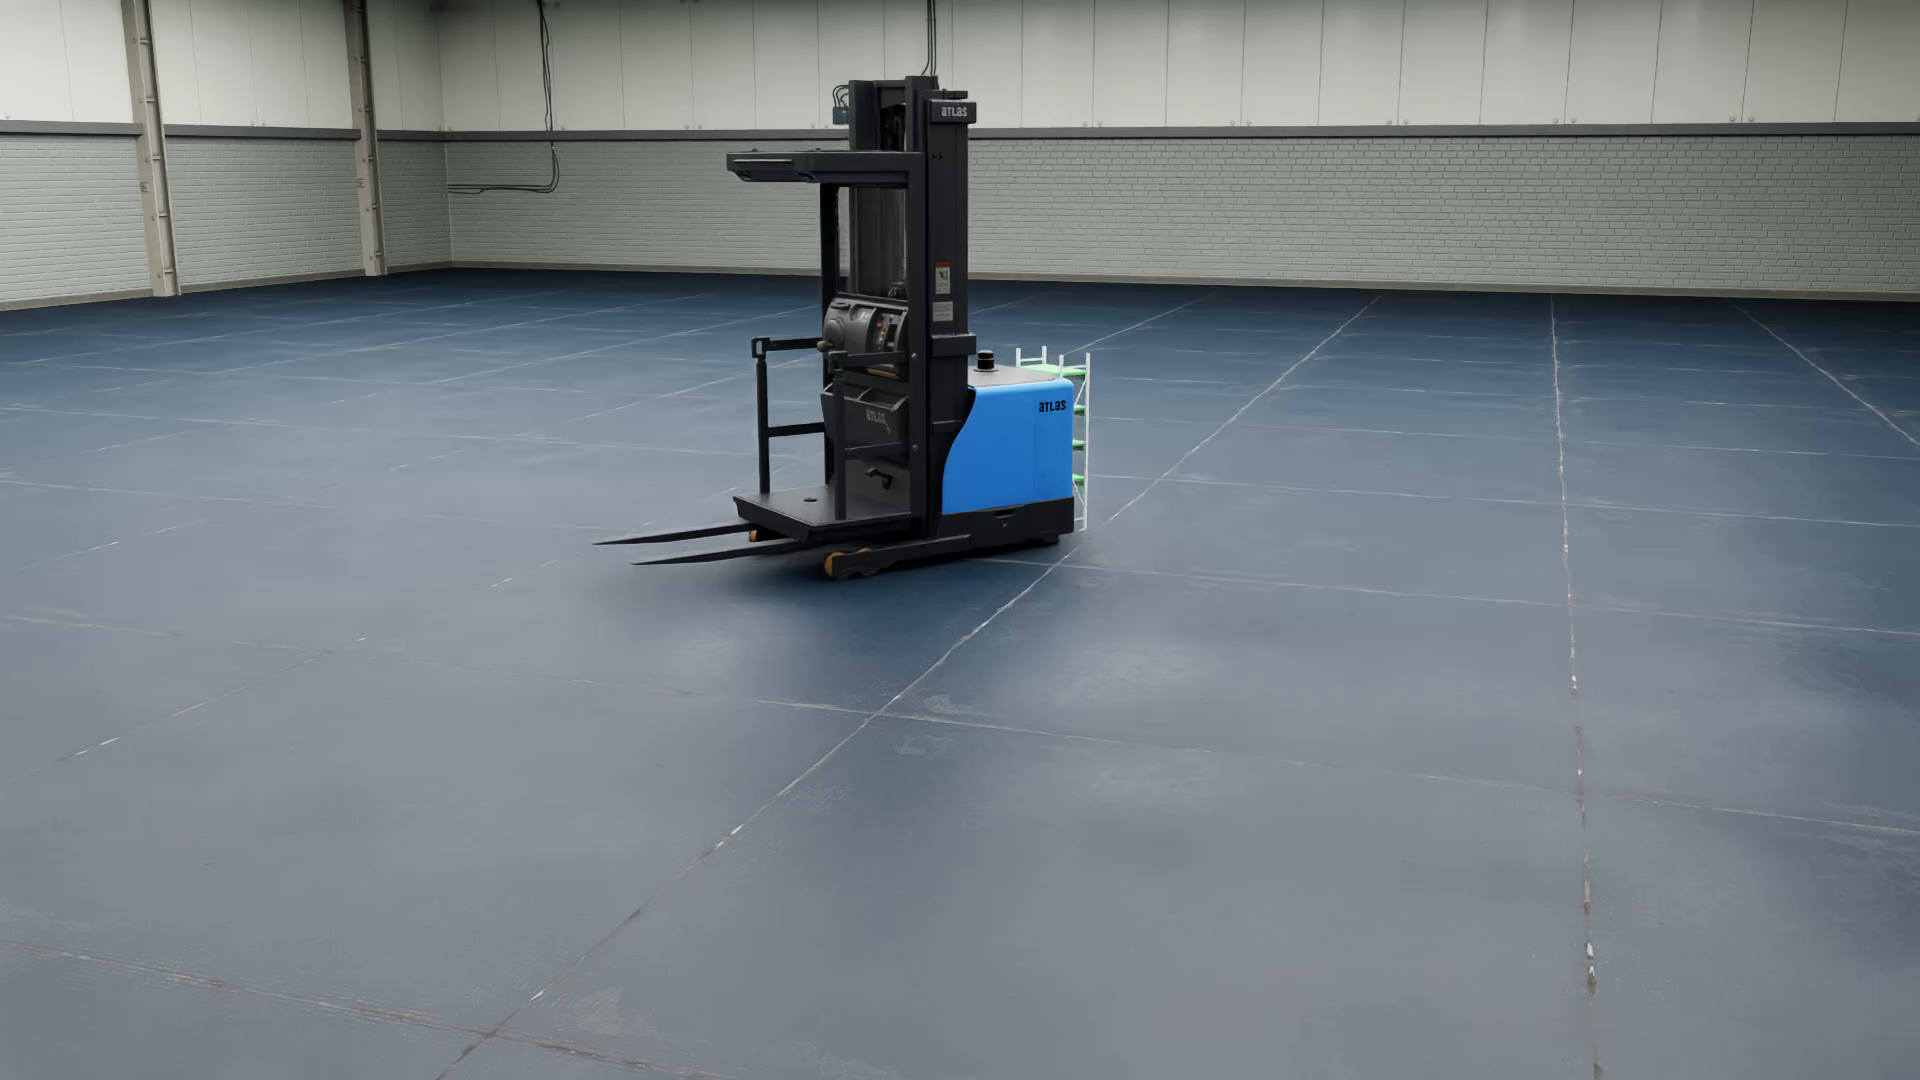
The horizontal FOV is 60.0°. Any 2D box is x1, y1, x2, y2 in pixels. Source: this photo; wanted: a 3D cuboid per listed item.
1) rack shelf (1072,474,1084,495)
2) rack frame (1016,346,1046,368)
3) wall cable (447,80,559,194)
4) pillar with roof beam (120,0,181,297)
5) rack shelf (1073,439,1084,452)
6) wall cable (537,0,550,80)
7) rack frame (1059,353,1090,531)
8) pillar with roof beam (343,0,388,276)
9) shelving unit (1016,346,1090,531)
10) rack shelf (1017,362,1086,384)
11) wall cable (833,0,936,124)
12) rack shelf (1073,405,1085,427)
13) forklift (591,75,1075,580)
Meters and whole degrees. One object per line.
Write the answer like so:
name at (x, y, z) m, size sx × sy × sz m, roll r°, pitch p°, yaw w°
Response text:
rack shelf at (0.621, -0.389, 11.360) m, size 0.258 × 0.148 × 0.480 m, roll -8°, pitch 15°, yaw -33°
rack frame at (0.487, -0.730, 11.491) m, size 0.240 × 1.200 × 0.015 m, roll -8°, pitch 15°, yaw -33°
wall cable at (-10.577, -9.197, 38.040) m, size 3.097 × 2.526 × 0.112 m, roll 4°, pitch 14°, yaw 18°
pillar with roof beam at (-10.649, -8.613, 28.501) m, size 9.100 × 9.000 × 0.400 m, roll 4°, pitch 14°, yaw 18°
rack shelf at (0.621, -0.623, 11.307) m, size 0.258 × 0.148 × 0.480 m, roll -8°, pitch 15°, yaw -33°
wall cable at (-8.017, -11.465, 36.624) m, size 3.097 × 2.526 × 0.112 m, roll 4°, pitch 14°, yaw 18°
rack frame at (0.756, -0.640, 11.094) m, size 0.240 × 1.200 × 0.015 m, roll -8°, pitch 15°, yaw -33°
pillar with roof beam at (-8.708, -9.876, 34.036) m, size 9.100 × 9.000 × 0.400 m, roll 4°, pitch 14°, yaw 18°
shelving unit at (0.621, -0.685, 11.293) m, size 0.258 × 1.200 × 0.503 m, roll -8°, pitch 15°, yaw -33°
rack shelf at (0.622, -1.091, 11.200) m, size 0.258 × 0.148 × 0.480 m, roll -8°, pitch 15°, yaw -33°
wall cable at (-1.599, -11.682, 34.306) m, size 2.305 × 6.003 × 0.169 m, roll 4°, pitch 14°, yaw 18°
rack shelf at (0.621, -0.857, 11.254) m, size 0.258 × 0.148 × 0.480 m, roll -8°, pitch 15°, yaw -33°
forklift at (-0.763, -1.324, 10.201) m, size 3.031 × 2.935 × 1.130 m, roll -8°, pitch 15°, yaw -33°
